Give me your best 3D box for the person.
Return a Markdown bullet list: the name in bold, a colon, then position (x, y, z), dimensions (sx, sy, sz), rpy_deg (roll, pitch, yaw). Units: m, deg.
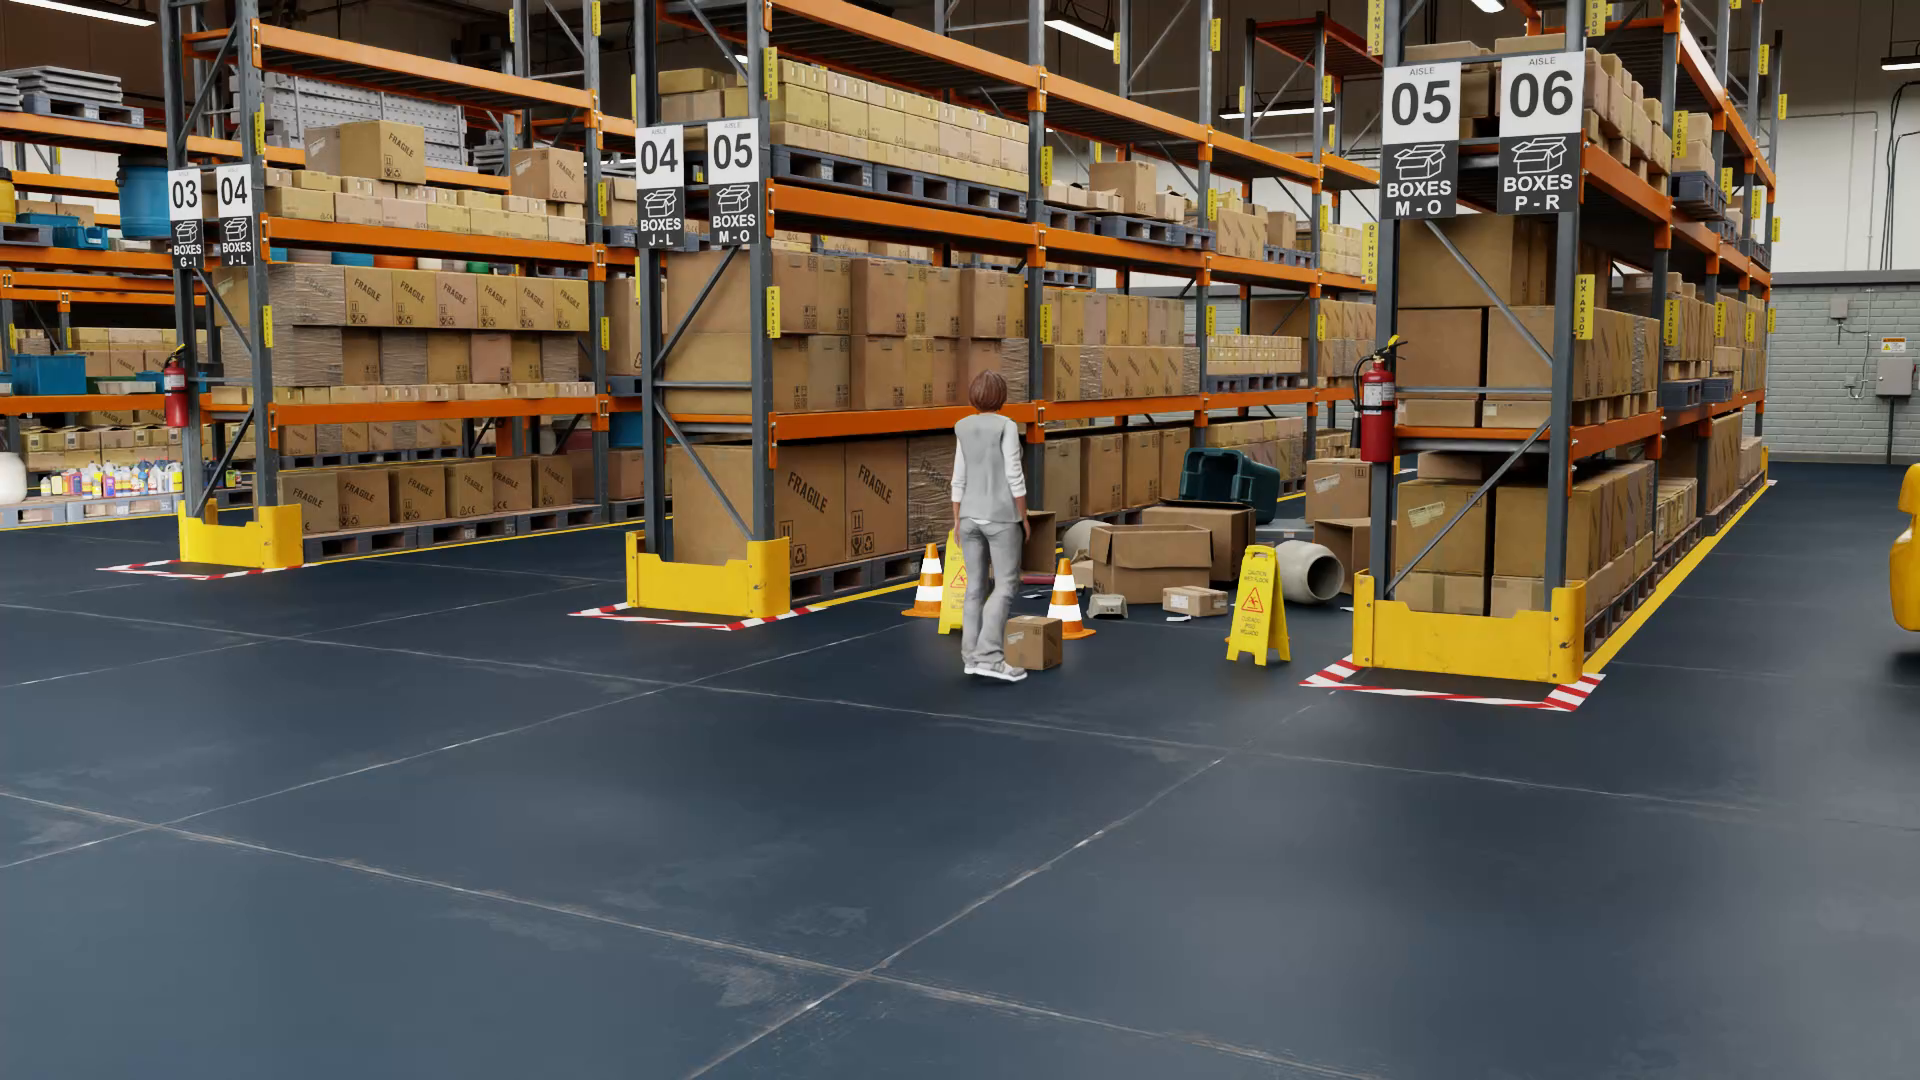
- **person**: position (0.159, -0.081, 8.626), dimensions (0.441, 1.601, 0.359), rpy_deg (5, 8, 36)
